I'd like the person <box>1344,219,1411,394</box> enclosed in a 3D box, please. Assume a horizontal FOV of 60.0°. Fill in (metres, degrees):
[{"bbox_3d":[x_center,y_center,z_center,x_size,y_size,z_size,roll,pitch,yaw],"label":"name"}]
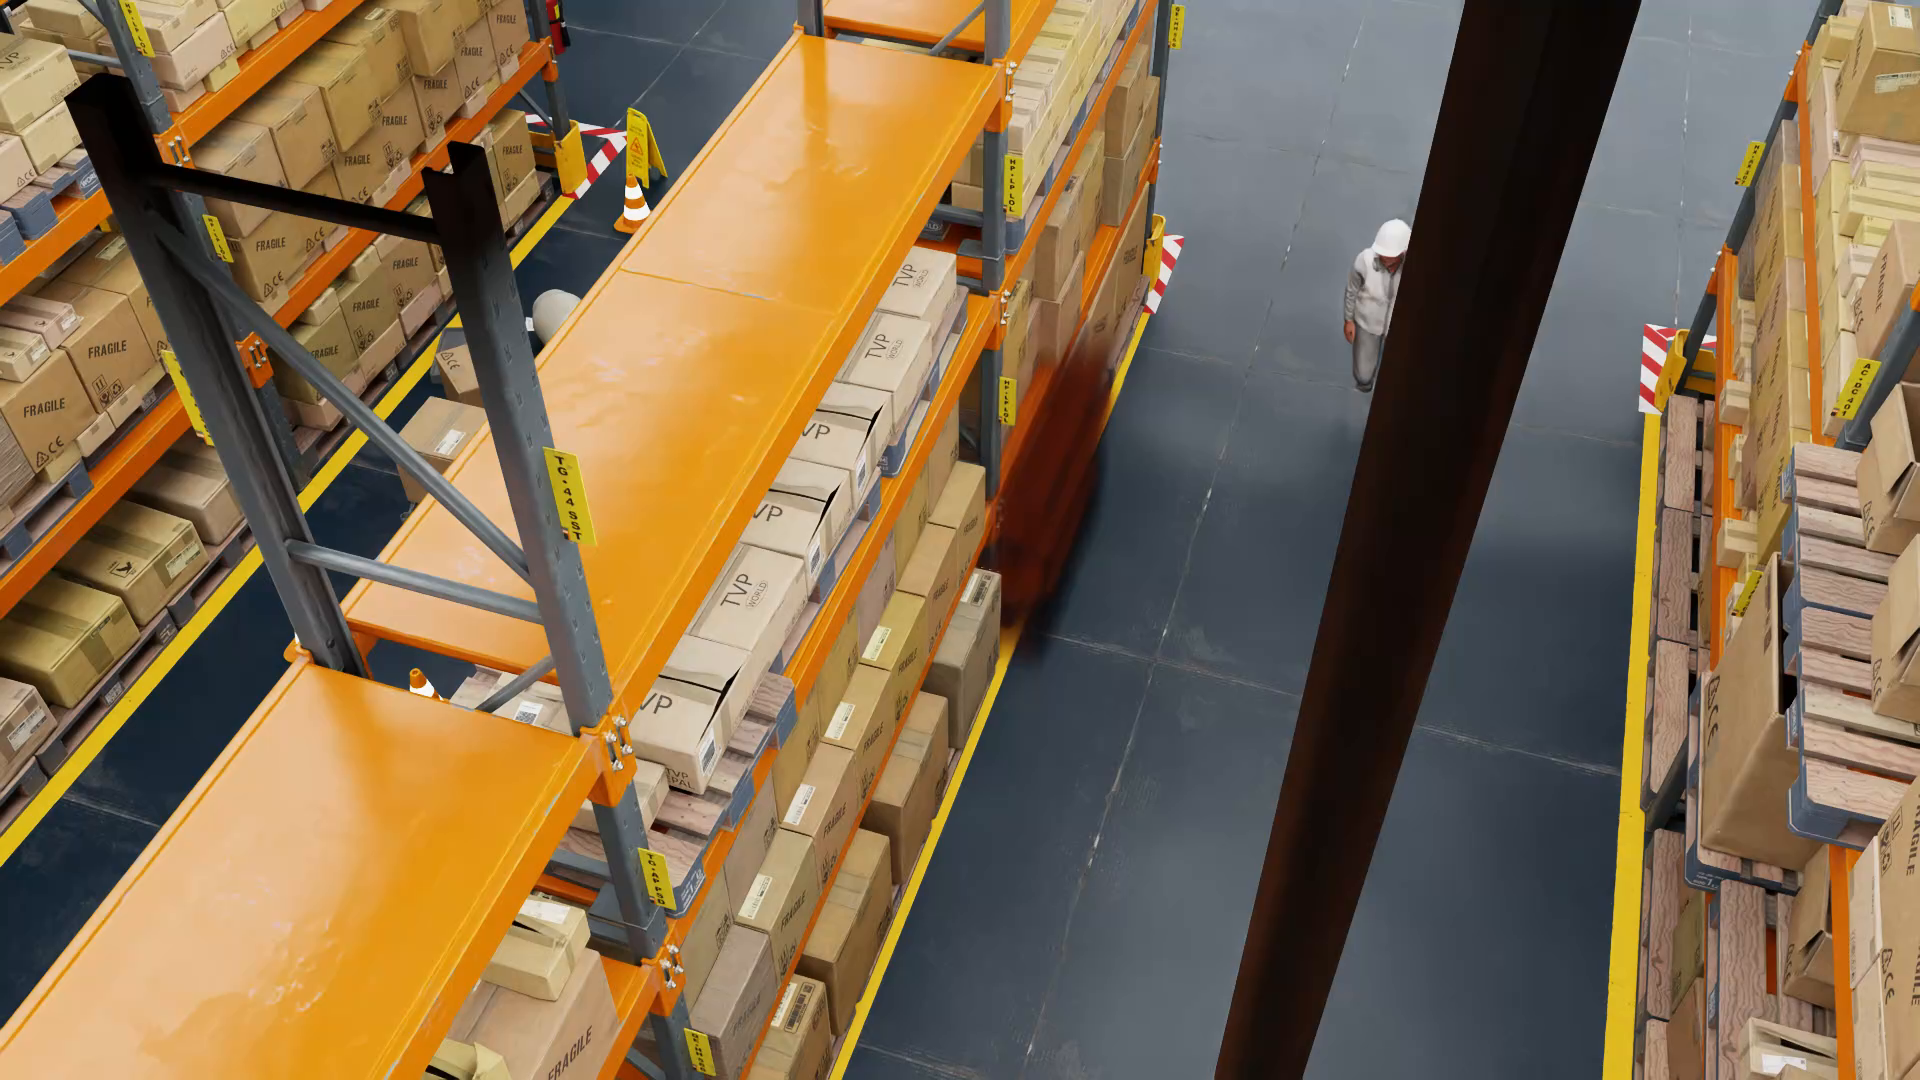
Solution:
[{"bbox_3d":[2.857,-1.507,11.173,0.585,1.612,0.709,9,46,8],"label":"person"}]
